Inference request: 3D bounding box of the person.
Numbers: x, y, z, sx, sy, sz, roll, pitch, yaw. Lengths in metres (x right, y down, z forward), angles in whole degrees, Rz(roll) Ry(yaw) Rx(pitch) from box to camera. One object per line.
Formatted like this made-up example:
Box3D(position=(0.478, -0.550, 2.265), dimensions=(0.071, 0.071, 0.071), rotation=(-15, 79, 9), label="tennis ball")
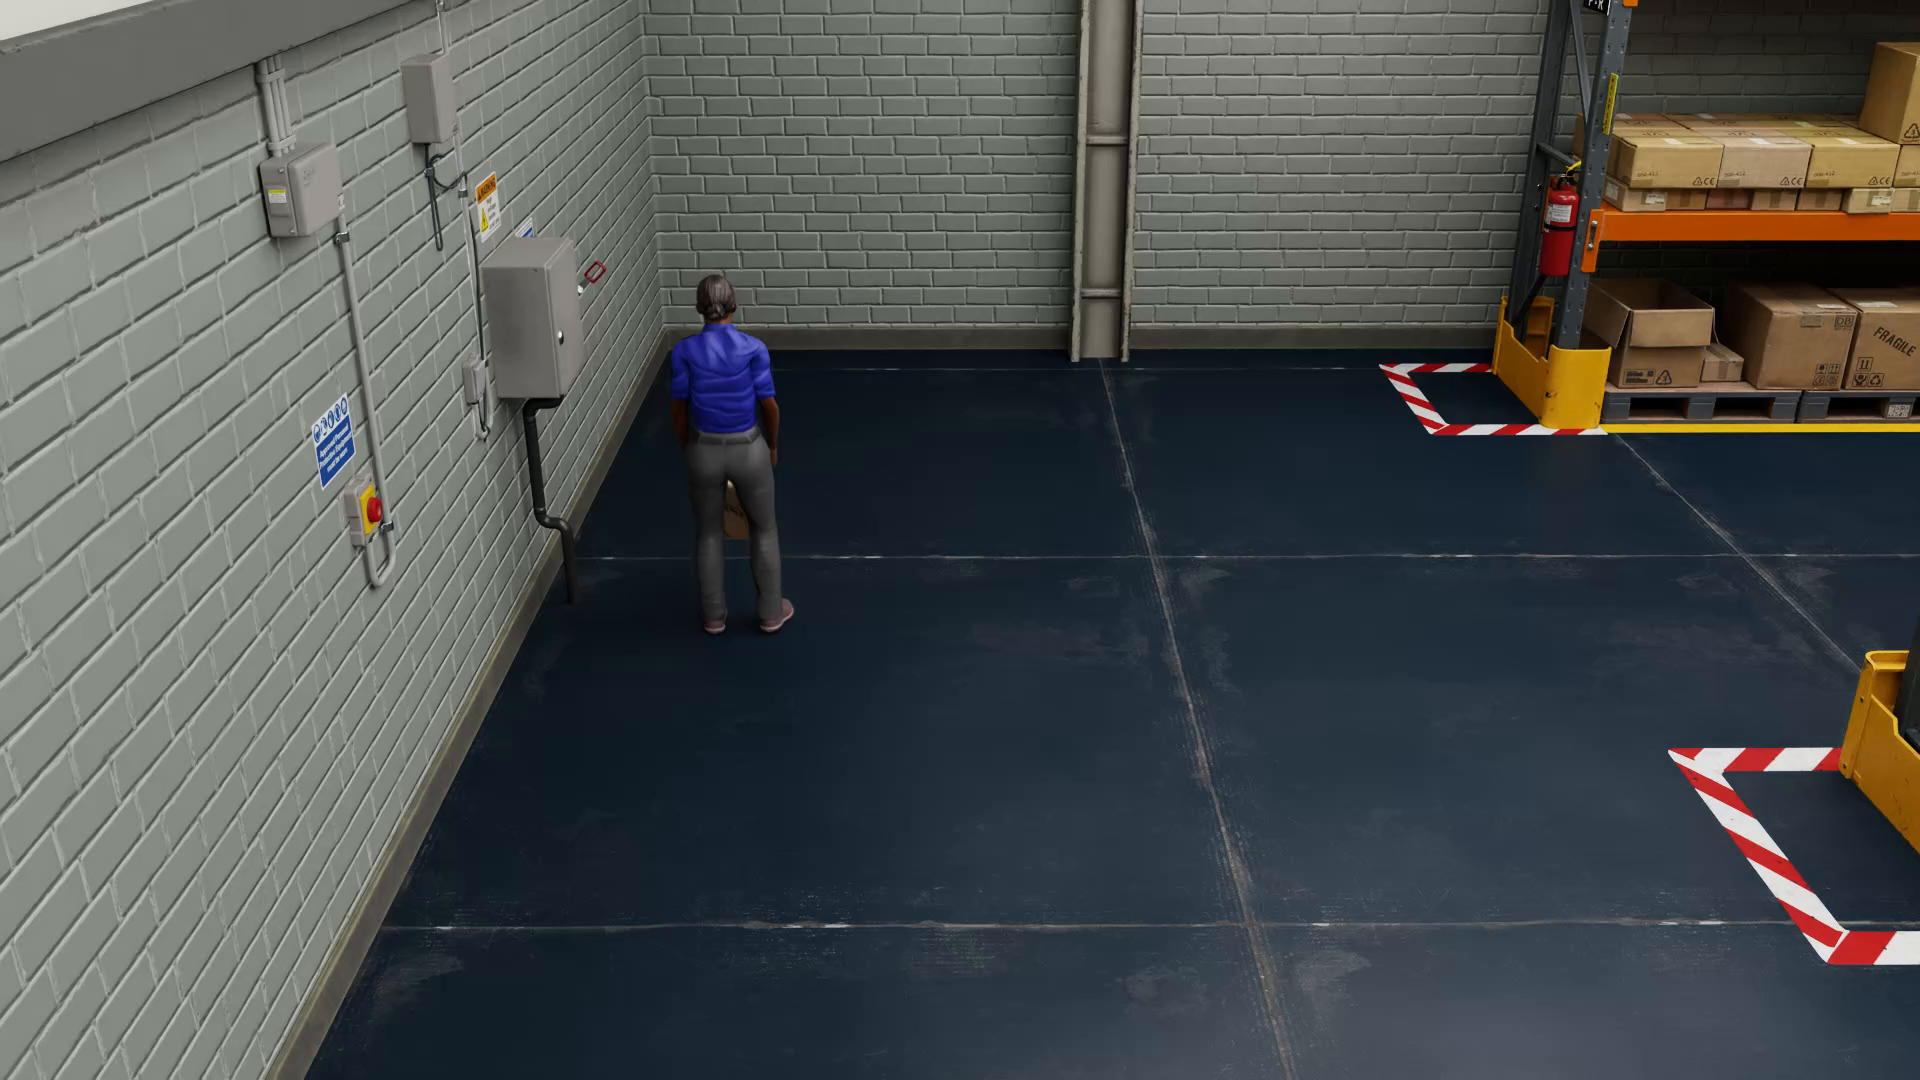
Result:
Box3D(position=(-1.025, -0.365, 7.413), dimensions=(0.494, 1.659, 0.345), rotation=(-1, 24, -2), label="person")
